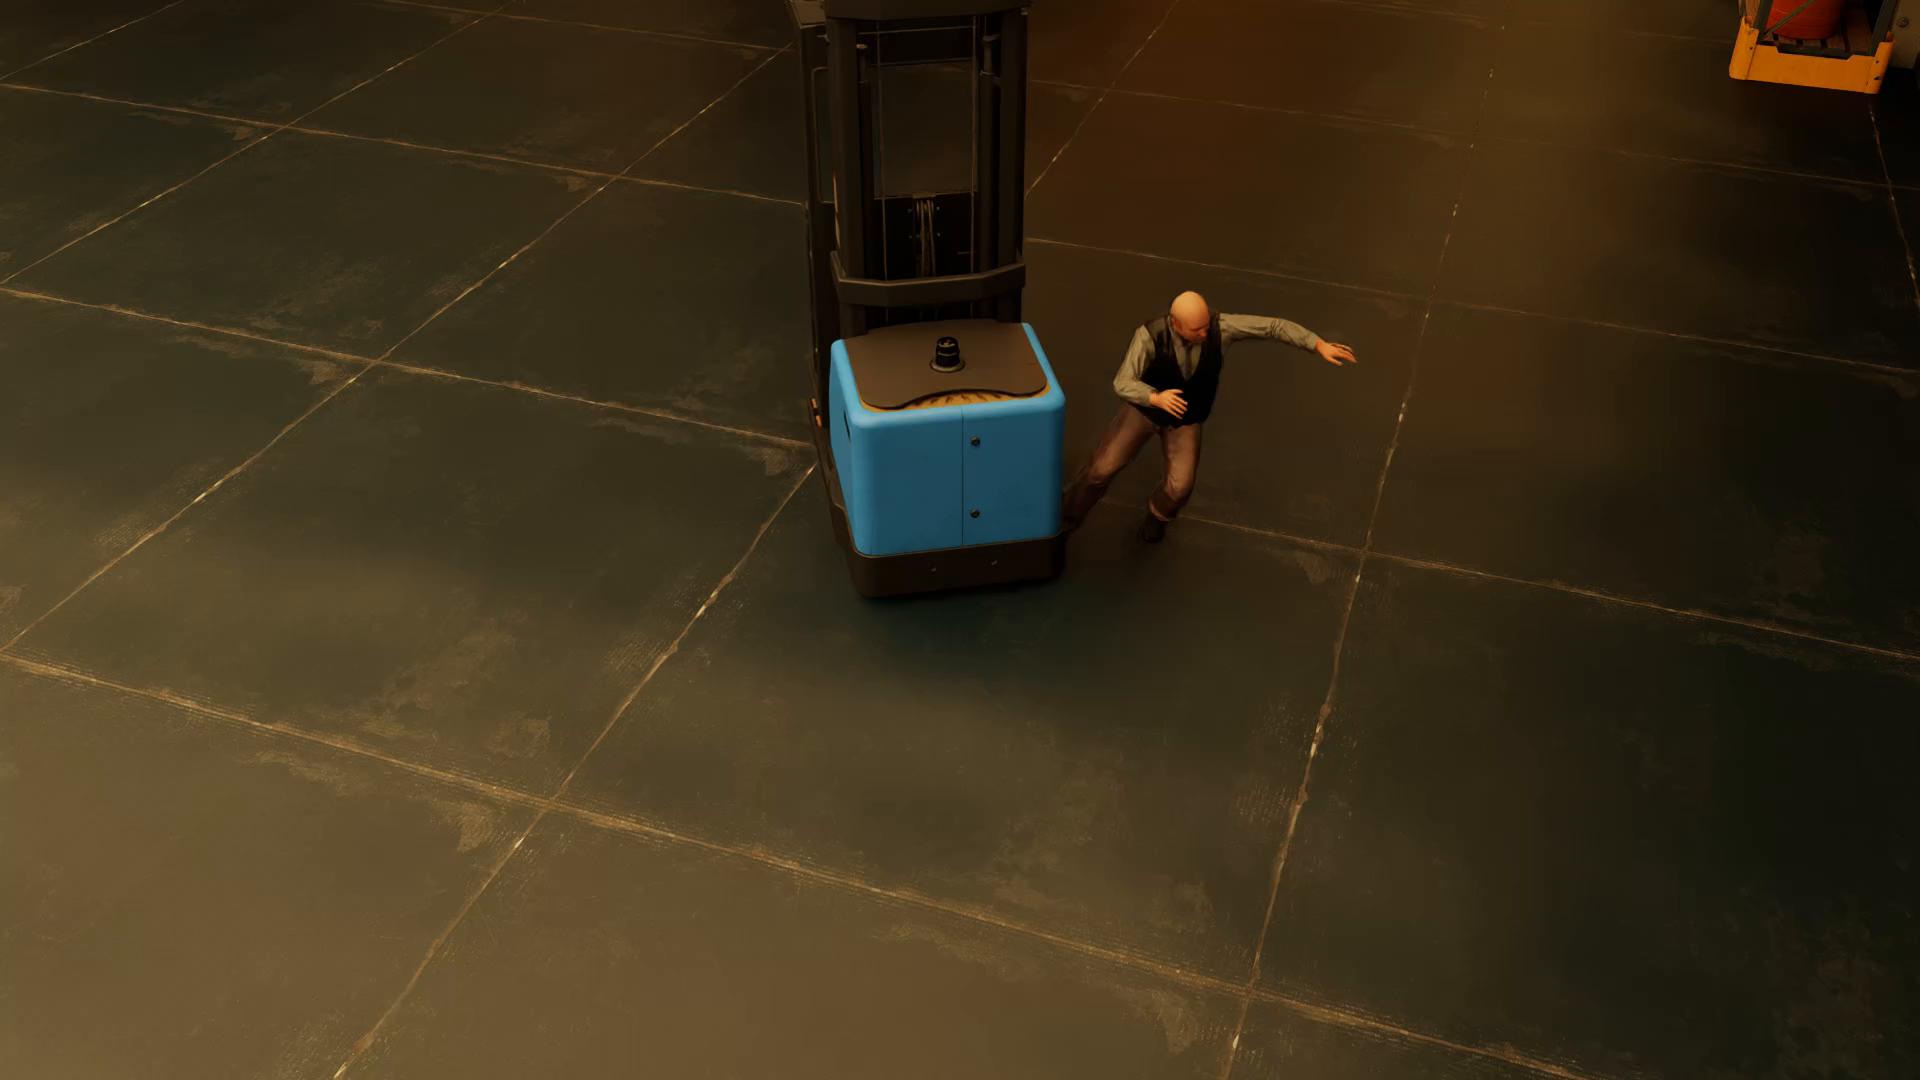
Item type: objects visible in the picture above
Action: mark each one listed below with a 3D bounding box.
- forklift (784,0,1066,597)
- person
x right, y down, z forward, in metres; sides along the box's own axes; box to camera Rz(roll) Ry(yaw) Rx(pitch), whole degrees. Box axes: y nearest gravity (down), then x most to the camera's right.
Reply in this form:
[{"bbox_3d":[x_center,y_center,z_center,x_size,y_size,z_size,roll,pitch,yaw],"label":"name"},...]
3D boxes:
[{"bbox_3d":[-0.267,-1.765,8.600,1.130,2.935,3.031,-6,36,-9],"label":"forklift"},{"bbox_3d":[1.094,-0.572,8.210,1.577,1.438,0.793,-3,35,-4],"label":"person"}]
